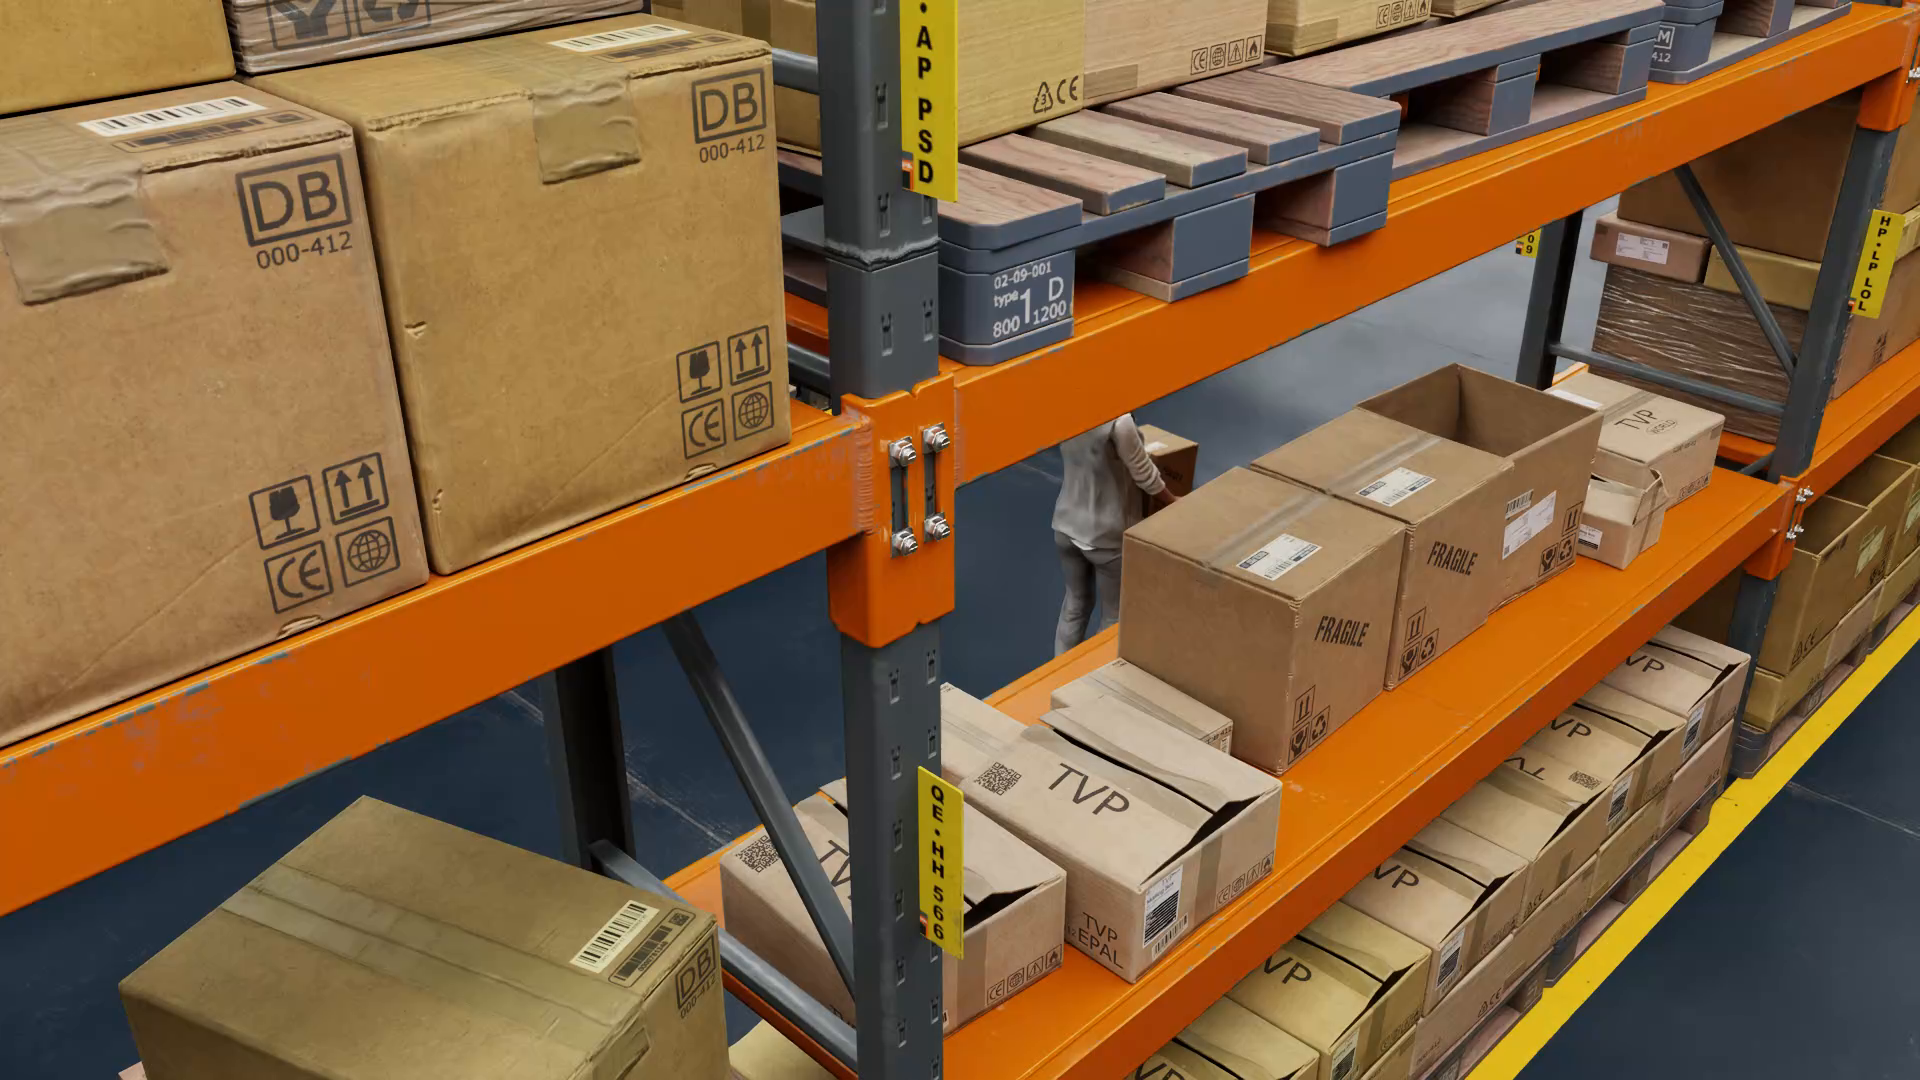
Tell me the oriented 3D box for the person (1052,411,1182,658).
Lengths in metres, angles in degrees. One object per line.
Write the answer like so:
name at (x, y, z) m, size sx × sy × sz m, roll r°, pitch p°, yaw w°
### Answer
person at (0.577, -0.053, 6.238) m, size 0.494 × 1.594 × 0.404 m, roll -24°, pitch 36°, yaw -37°
